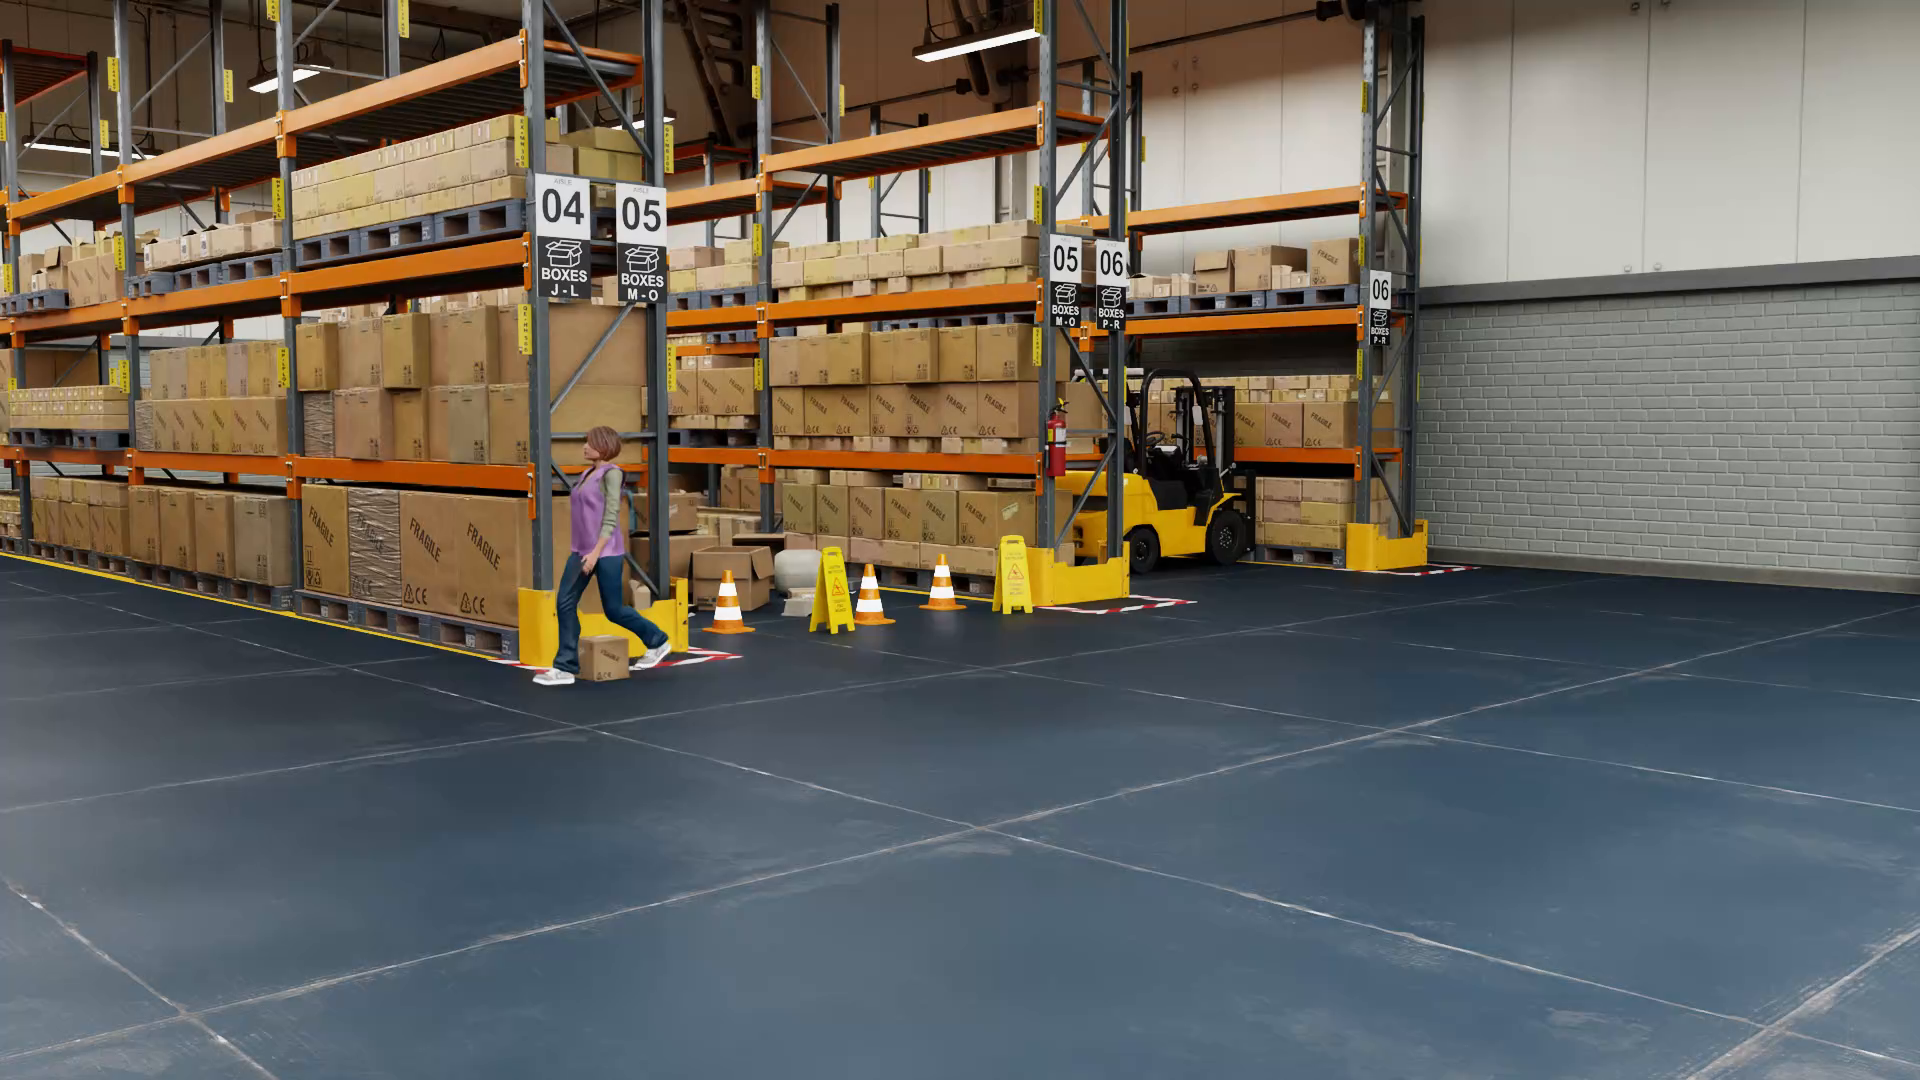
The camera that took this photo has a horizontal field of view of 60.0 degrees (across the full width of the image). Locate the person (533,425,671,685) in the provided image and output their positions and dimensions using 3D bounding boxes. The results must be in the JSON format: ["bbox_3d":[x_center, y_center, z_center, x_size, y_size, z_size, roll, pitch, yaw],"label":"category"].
[{"bbox_3d":[-2.169,0.081,10.058,0.881,1.548,0.413,-4,6,-44],"label":"person"}]
